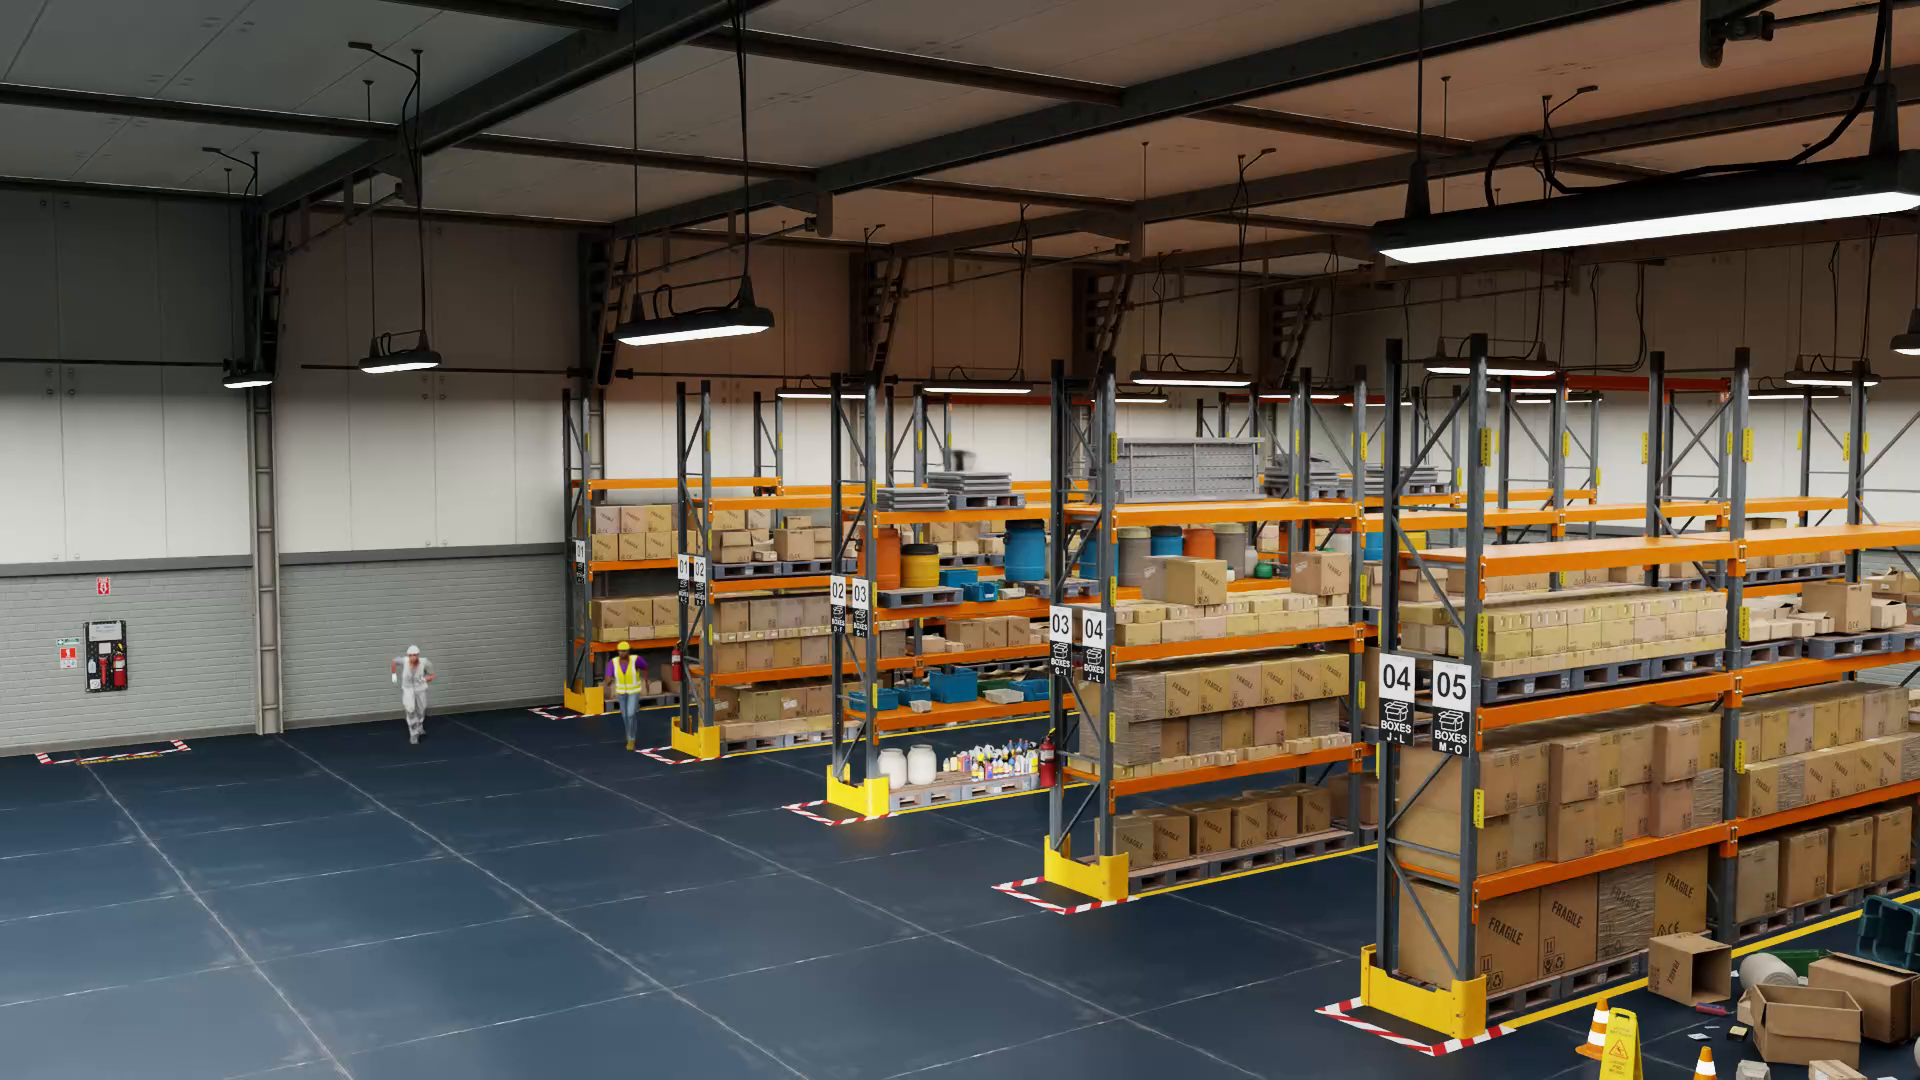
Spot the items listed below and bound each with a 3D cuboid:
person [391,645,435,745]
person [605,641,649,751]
[{"bbox_3d":[-9.135,2.571,27.810,0.709,1.710,1.006,-1,4,-15],"label":"person"},{"bbox_3d":[-5.466,2.544,27.274,0.645,1.798,1.028,0,4,4],"label":"person"}]
